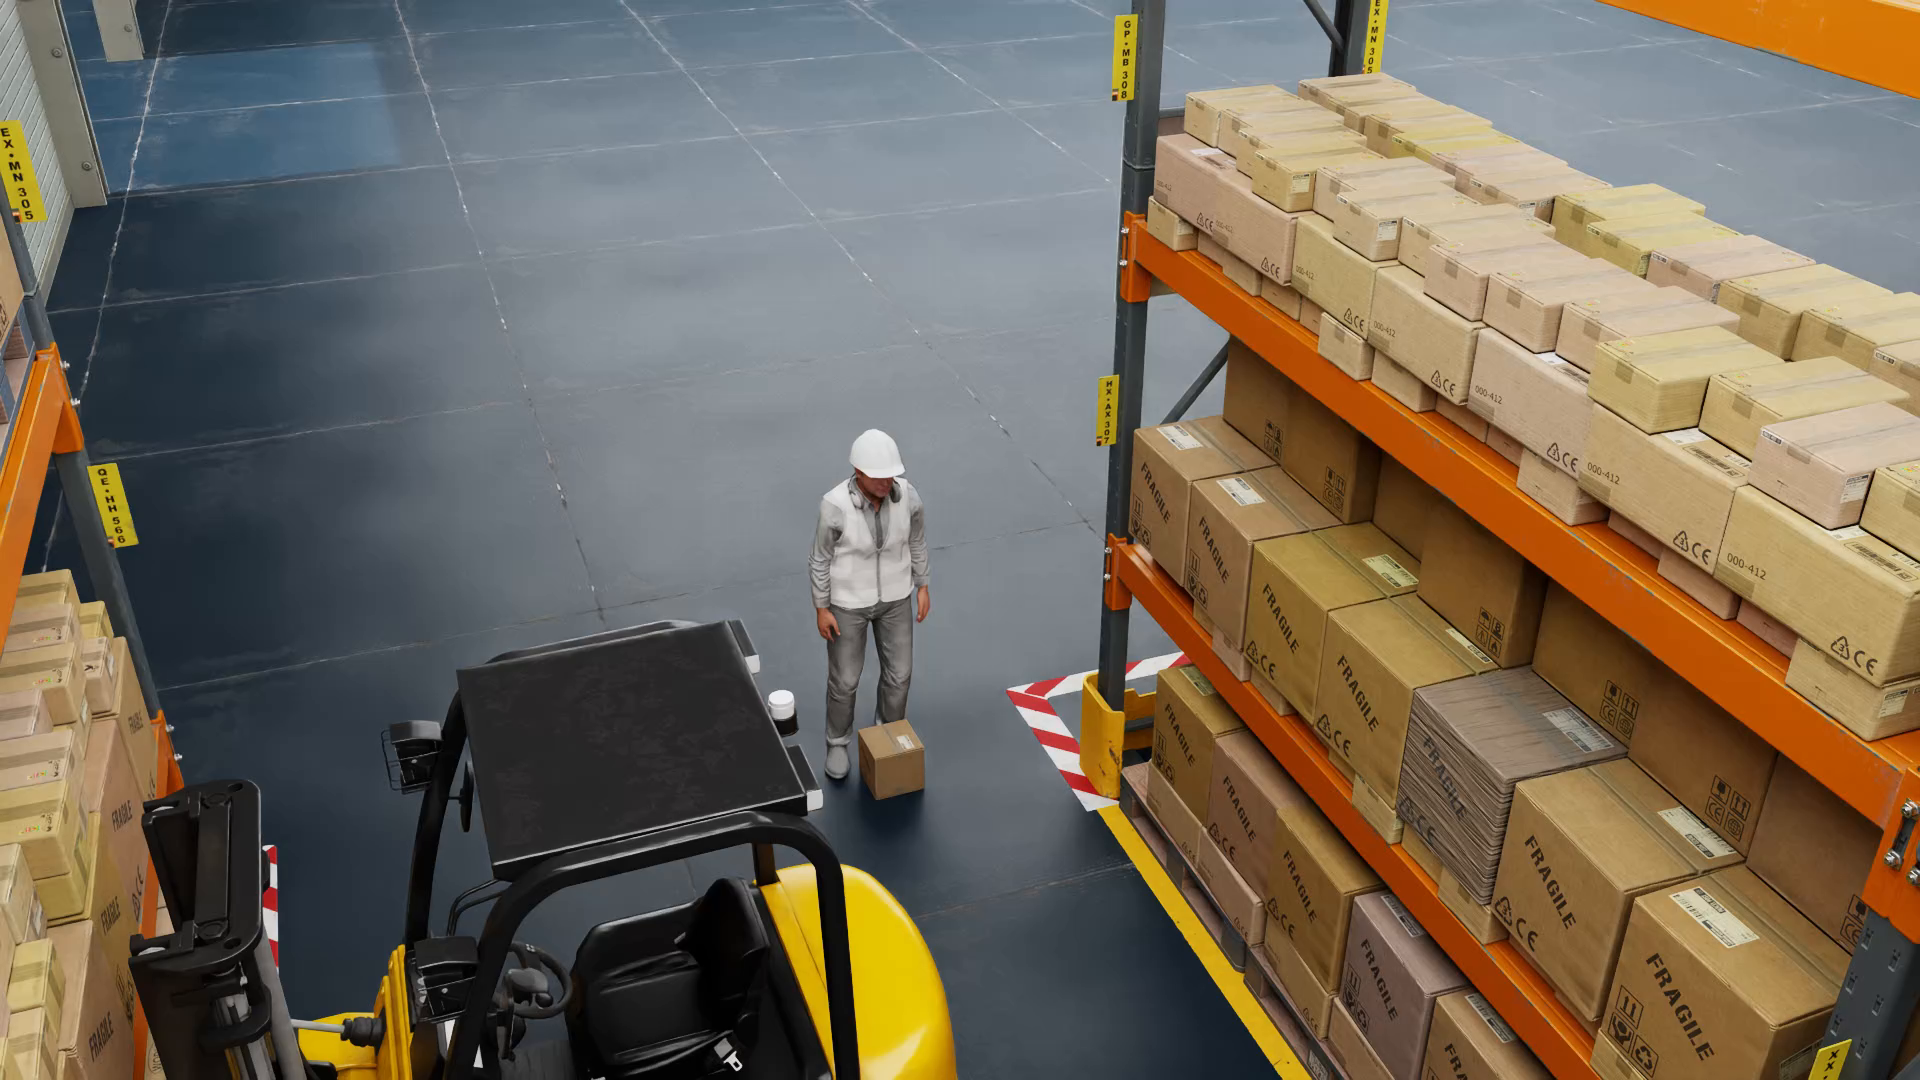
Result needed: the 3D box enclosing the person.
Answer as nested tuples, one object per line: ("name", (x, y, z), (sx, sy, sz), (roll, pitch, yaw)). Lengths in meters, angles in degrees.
("person", (-0.416, 0.276, 7.833), (0.593, 1.773, 0.467), (-12, 32, -20))
